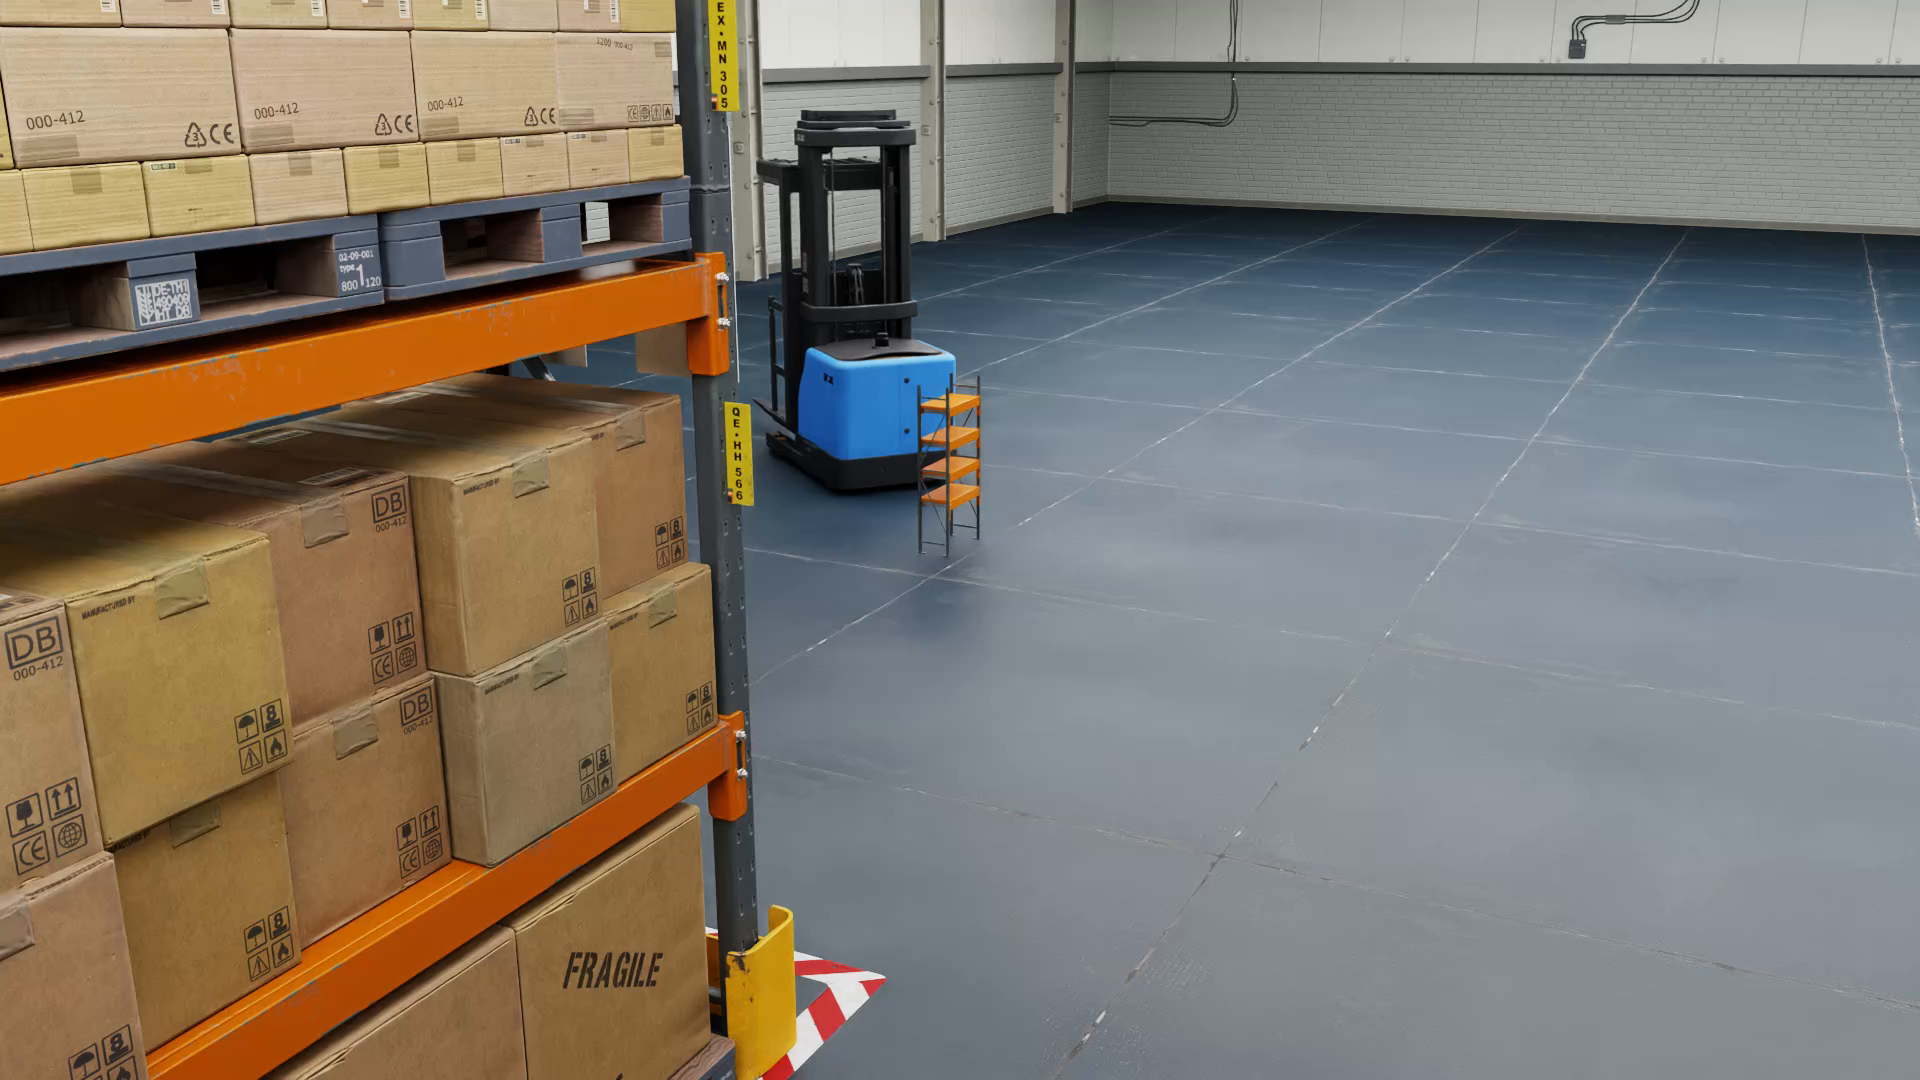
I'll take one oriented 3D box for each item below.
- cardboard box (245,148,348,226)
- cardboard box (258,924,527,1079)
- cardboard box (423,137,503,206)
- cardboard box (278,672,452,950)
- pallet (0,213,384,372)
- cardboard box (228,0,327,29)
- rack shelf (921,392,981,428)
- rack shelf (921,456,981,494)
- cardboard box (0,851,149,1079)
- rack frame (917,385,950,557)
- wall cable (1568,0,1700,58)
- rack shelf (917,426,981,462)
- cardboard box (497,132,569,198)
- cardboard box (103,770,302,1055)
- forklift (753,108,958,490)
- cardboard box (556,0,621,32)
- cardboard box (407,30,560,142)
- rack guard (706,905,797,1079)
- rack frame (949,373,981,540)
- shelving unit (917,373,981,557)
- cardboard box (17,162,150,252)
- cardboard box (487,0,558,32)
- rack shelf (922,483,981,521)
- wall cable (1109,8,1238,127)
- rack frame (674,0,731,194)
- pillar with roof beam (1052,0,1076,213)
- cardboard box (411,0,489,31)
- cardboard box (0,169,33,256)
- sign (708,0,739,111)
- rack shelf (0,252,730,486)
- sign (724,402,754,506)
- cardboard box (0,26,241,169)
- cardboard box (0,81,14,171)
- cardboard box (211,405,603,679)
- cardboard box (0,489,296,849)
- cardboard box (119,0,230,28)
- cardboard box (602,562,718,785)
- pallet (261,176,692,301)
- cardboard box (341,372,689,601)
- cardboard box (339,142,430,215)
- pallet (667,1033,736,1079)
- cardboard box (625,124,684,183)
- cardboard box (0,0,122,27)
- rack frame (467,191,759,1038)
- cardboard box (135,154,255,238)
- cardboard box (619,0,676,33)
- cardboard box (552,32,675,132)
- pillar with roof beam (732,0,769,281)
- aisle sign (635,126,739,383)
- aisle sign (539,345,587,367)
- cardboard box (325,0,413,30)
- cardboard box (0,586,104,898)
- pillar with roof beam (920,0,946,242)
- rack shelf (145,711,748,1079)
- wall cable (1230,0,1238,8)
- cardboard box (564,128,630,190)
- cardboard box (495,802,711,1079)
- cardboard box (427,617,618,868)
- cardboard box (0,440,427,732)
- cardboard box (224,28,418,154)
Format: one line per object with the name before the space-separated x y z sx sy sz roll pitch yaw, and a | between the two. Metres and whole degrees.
cardboard box | -1.588 -0.788 3.669 0.380 0.149 0.250 8 18 26
cardboard box | -1.809 1.550 4.532 0.875 0.875 0.875 8 18 25
cardboard box | -1.360 -0.918 4.106 0.380 0.149 0.250 8 18 26
cardboard box | -1.888 0.625 4.388 0.875 0.550 0.550 8 18 25
pallet | -2.040 -0.566 3.549 1.003 0.211 1.213 8 18 25
cardboard box | -1.589 -1.169 3.551 0.380 0.149 0.250 8 18 25
rack shelf | -0.074 -0.910 11.600 0.258 0.148 0.480 8 18 25
rack shelf | -0.074 -0.469 11.731 0.258 0.148 0.480 8 18 25
cardboard box | -2.235 0.913 3.418 0.875 0.550 0.550 8 18 25
rack frame | -0.183 -0.471 11.502 0.240 1.200 0.015 8 18 25
wall cable | 13.183 -12.363 31.869 2.305 6.003 0.169 8 18 25
rack shelf | -0.074 -0.683 11.667 0.258 0.148 0.480 8 18 25
cardboard box | -1.247 -0.982 4.322 0.380 0.149 0.250 8 18 26
cardboard box | -2.088 0.765 3.916 0.875 0.550 0.500 8 18 25
forklift | -1.063 -2.180 14.217 1.130 2.935 3.031 -7 18 -22
cardboard box | -1.134 -1.429 4.428 0.380 0.149 0.250 8 18 26
cardboard box | -1.367 -1.143 4.164 0.500 0.250 0.500 8 18 25
rack guard | -1.163 1.519 6.031 1.175 0.500 0.348 8 18 25
rack frame | 0.035 -0.595 11.921 0.240 1.200 0.015 8 18 25
shelving unit | -0.074 -0.533 11.712 0.258 1.200 0.503 8 18 25
cardboard box | -1.815 -0.658 3.230 0.380 0.149 0.250 8 18 26
cardboard box | -1.248 -1.364 4.208 0.380 0.149 0.250 8 19 26
rack shelf | -0.074 -0.278 11.787 0.258 0.148 0.480 8 18 25
wall cable | 4.697 -10.456 36.875 3.097 2.526 0.112 8 18 25
rack frame | -1.174 -2.549 4.800 1.000 3.000 0.127 8 18 25
pillar with roof beam | 6.049 -10.814 32.629 9.100 9.000 0.400 8 18 25
cardboard box | -1.363 -1.298 3.985 0.380 0.149 0.250 8 19 26
cardboard box | -1.927 -0.595 3.018 0.380 0.149 0.250 8 18 25
sign | -0.695 -1.425 4.868 0.100 0.325 0.005 8 18 25
rack shelf | -2.068 -0.256 3.615 1.077 0.370 4.000 8 18 25
sign | -0.695 -0.269 5.211 0.100 0.325 0.005 8 18 25
cardboard box | -1.818 -0.887 3.302 0.500 0.250 0.500 8 18 26
cardboard box | -2.043 -0.758 2.868 0.500 0.250 0.500 8 18 25
cardboard box | -1.538 -0.021 4.666 0.875 0.550 0.550 8 18 25
cardboard box | -2.030 0.256 3.734 0.875 0.550 0.500 8 18 25
cardboard box | -1.703 -1.104 3.333 0.380 0.149 0.250 8 18 26
cardboard box | -1.299 0.356 5.295 0.875 0.550 0.550 8 18 25
pallet | -1.496 -0.878 4.599 1.003 0.211 1.213 8 18 25
cardboard box | -1.375 -0.173 5.178 0.875 0.550 0.550 8 18 25
cardboard box | -1.474 -0.852 3.886 0.380 0.149 0.250 8 18 25
pallet | -1.461 1.878 5.332 1.003 0.211 1.213 8 18 25
cardboard box | -1.019 -1.112 4.759 0.380 0.149 0.250 8 18 25
cardboard box | -1.815 -1.040 3.116 0.380 0.149 0.250 8 18 25
rack frame | -1.174 0.327 5.654 1.000 3.000 0.127 8 18 25
cardboard box | -1.701 -0.723 3.451 0.380 0.149 0.250 8 18 26
cardboard box | -1.021 -1.493 4.641 0.380 0.149 0.250 8 18 26
cardboard box | -1.143 -1.270 4.593 0.500 0.250 0.500 8 18 26
pillar with roof beam | 0.687 -7.758 22.338 9.100 9.000 0.400 8 18 25
aisle sign | -0.874 -0.899 5.217 0.394 0.787 0.004 8 18 25
aisle sign | -1.411 -0.975 5.474 0.394 0.787 0.004 8 18 25
cardboard box | -1.475 -1.234 3.772 0.380 0.149 0.250 8 18 26
cardboard box | -2.260 0.392 3.276 0.875 0.550 0.550 8 18 25
pillar with roof beam | 3.368 -9.286 27.484 9.100 9.000 0.400 8 18 25
rack shelf | -2.068 1.182 4.042 1.077 0.370 4.000 8 18 25
wall cable | 7.118 -12.532 34.998 3.097 2.526 0.112 8 18 25
cardboard box | -1.133 -1.048 4.543 0.380 0.149 0.250 8 18 26
cardboard box | -1.418 1.326 5.287 0.875 0.875 0.875 8 18 26
cardboard box | -1.526 0.498 4.814 0.875 0.550 0.550 8 18 25
cardboard box | -1.910 0.104 4.244 0.875 0.550 0.550 8 18 25
cardboard box | -1.592 -1.015 3.734 0.500 0.250 0.500 8 18 25
